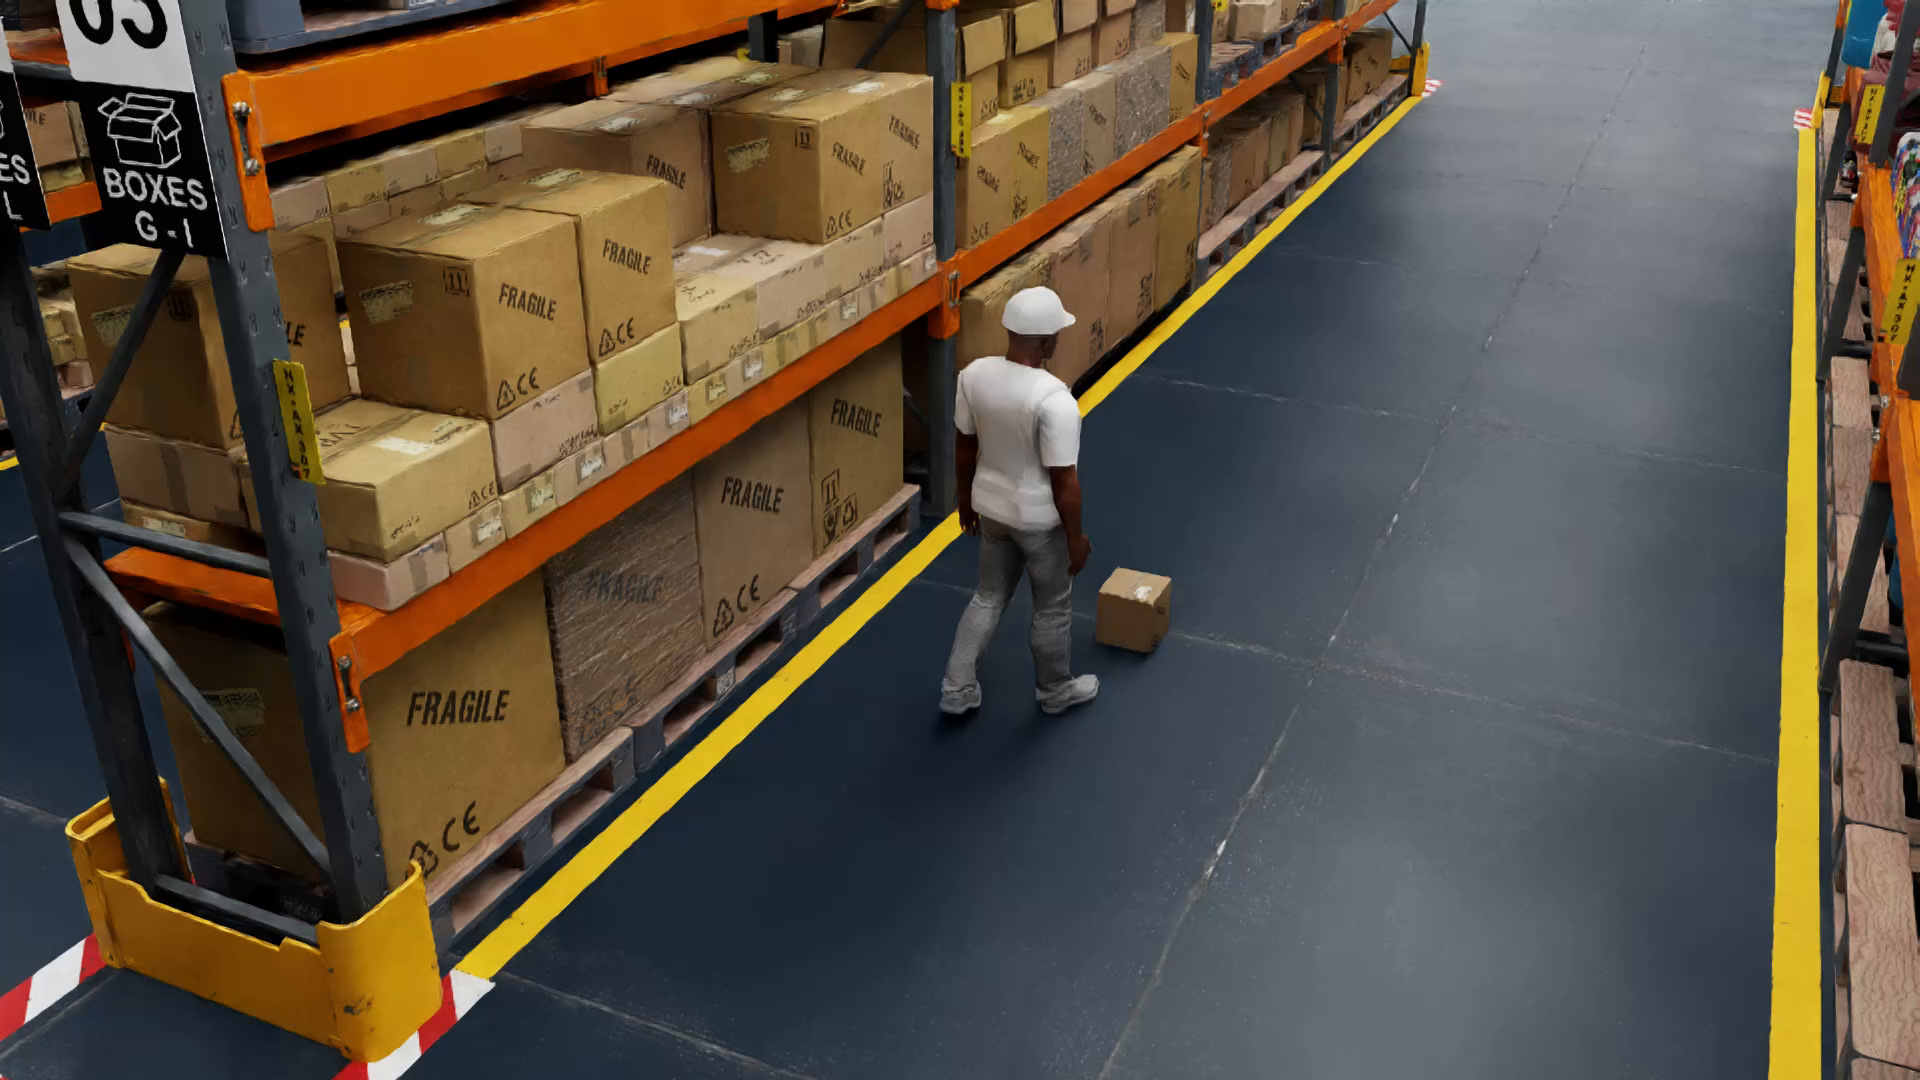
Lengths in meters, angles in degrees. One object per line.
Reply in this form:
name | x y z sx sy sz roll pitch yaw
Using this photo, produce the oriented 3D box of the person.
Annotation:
person | 0.255 -0.112 6.294 0.594 1.765 0.687 23 34 39
